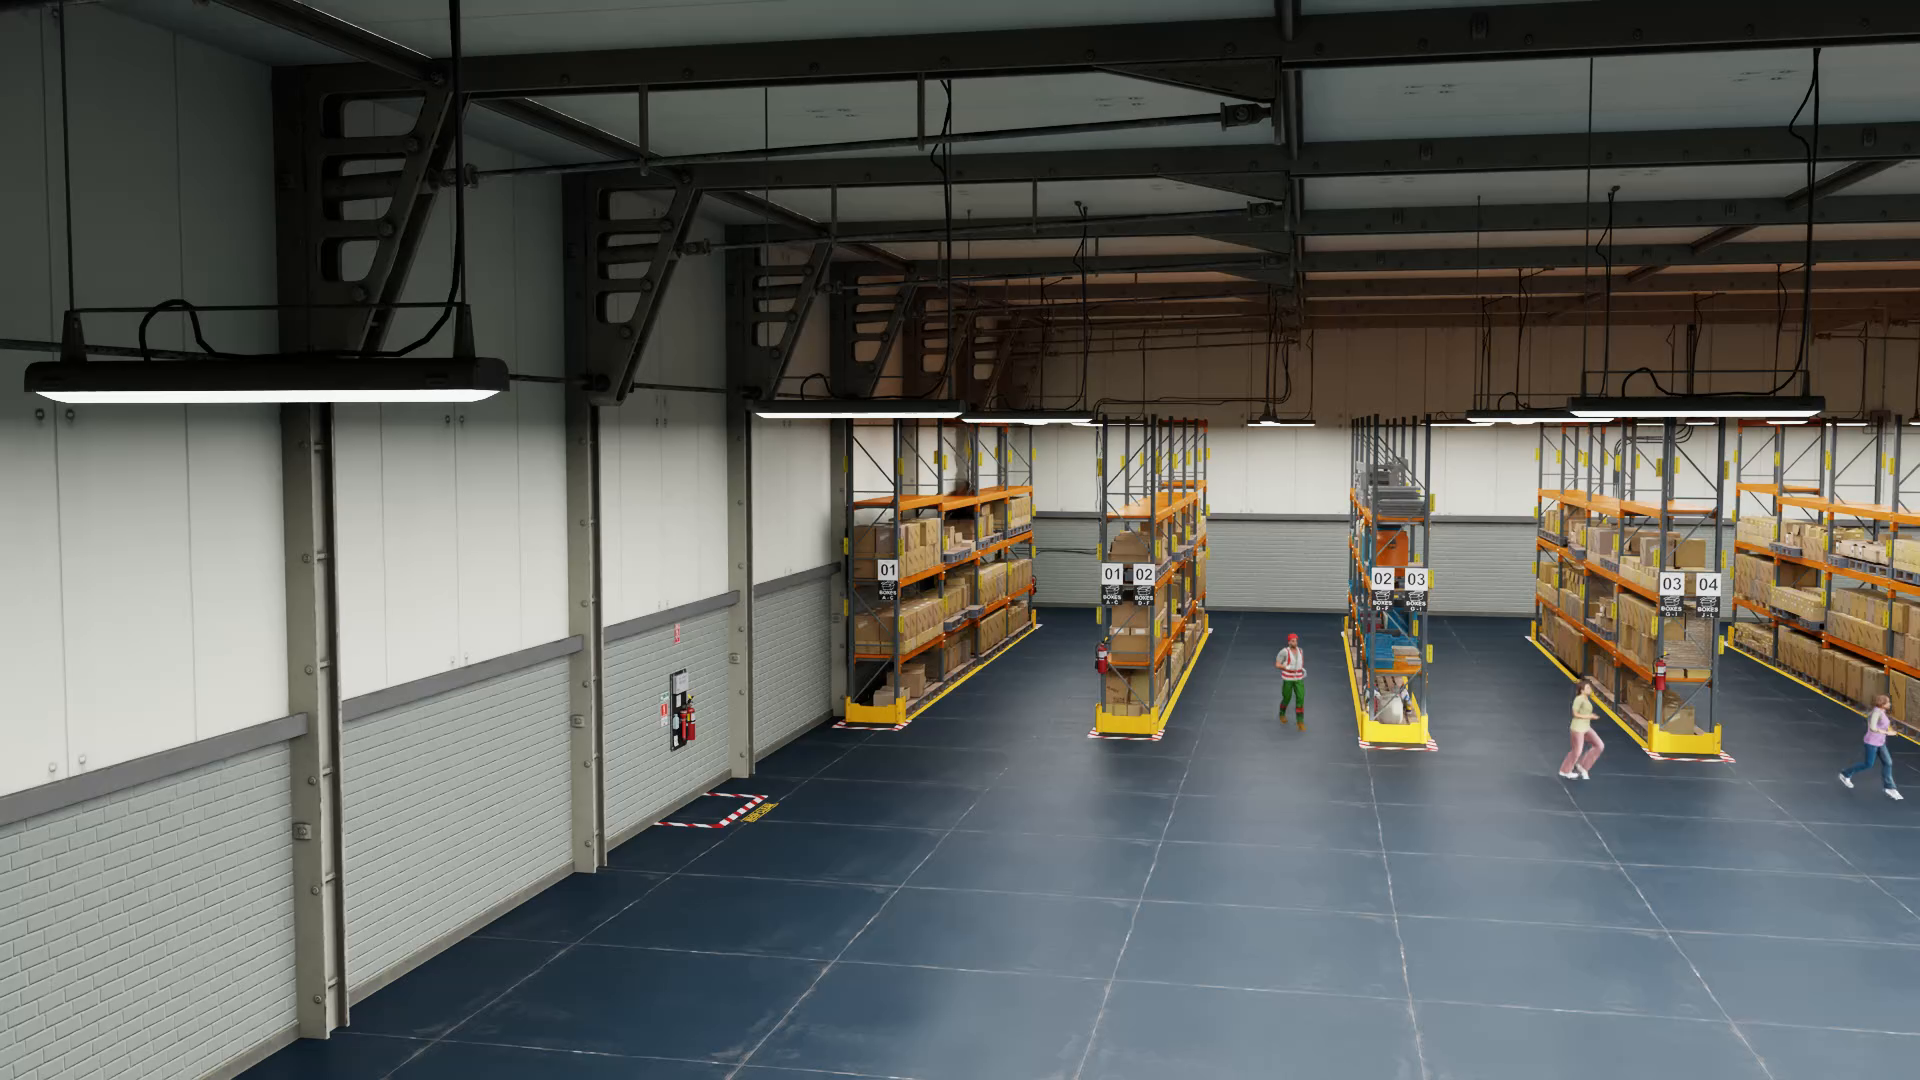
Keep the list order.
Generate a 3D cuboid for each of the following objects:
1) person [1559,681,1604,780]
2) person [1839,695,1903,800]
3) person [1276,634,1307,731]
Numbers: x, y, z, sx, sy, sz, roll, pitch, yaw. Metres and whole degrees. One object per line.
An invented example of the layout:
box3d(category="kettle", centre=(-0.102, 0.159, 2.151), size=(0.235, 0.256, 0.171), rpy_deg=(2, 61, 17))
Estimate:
box3d(category="person", centre=(10.073, 3.093, 27.017), size=(0.689, 1.636, 0.570), rpy_deg=(4, 5, 44))
box3d(category="person", centre=(14.249, 3.198, 25.942), size=(0.894, 1.606, 0.563), rpy_deg=(4, 5, 43))
box3d(category="person", centre=(6.339, 2.683, 31.813), size=(0.647, 1.803, 0.950), rpy_deg=(-1, 4, -10))
